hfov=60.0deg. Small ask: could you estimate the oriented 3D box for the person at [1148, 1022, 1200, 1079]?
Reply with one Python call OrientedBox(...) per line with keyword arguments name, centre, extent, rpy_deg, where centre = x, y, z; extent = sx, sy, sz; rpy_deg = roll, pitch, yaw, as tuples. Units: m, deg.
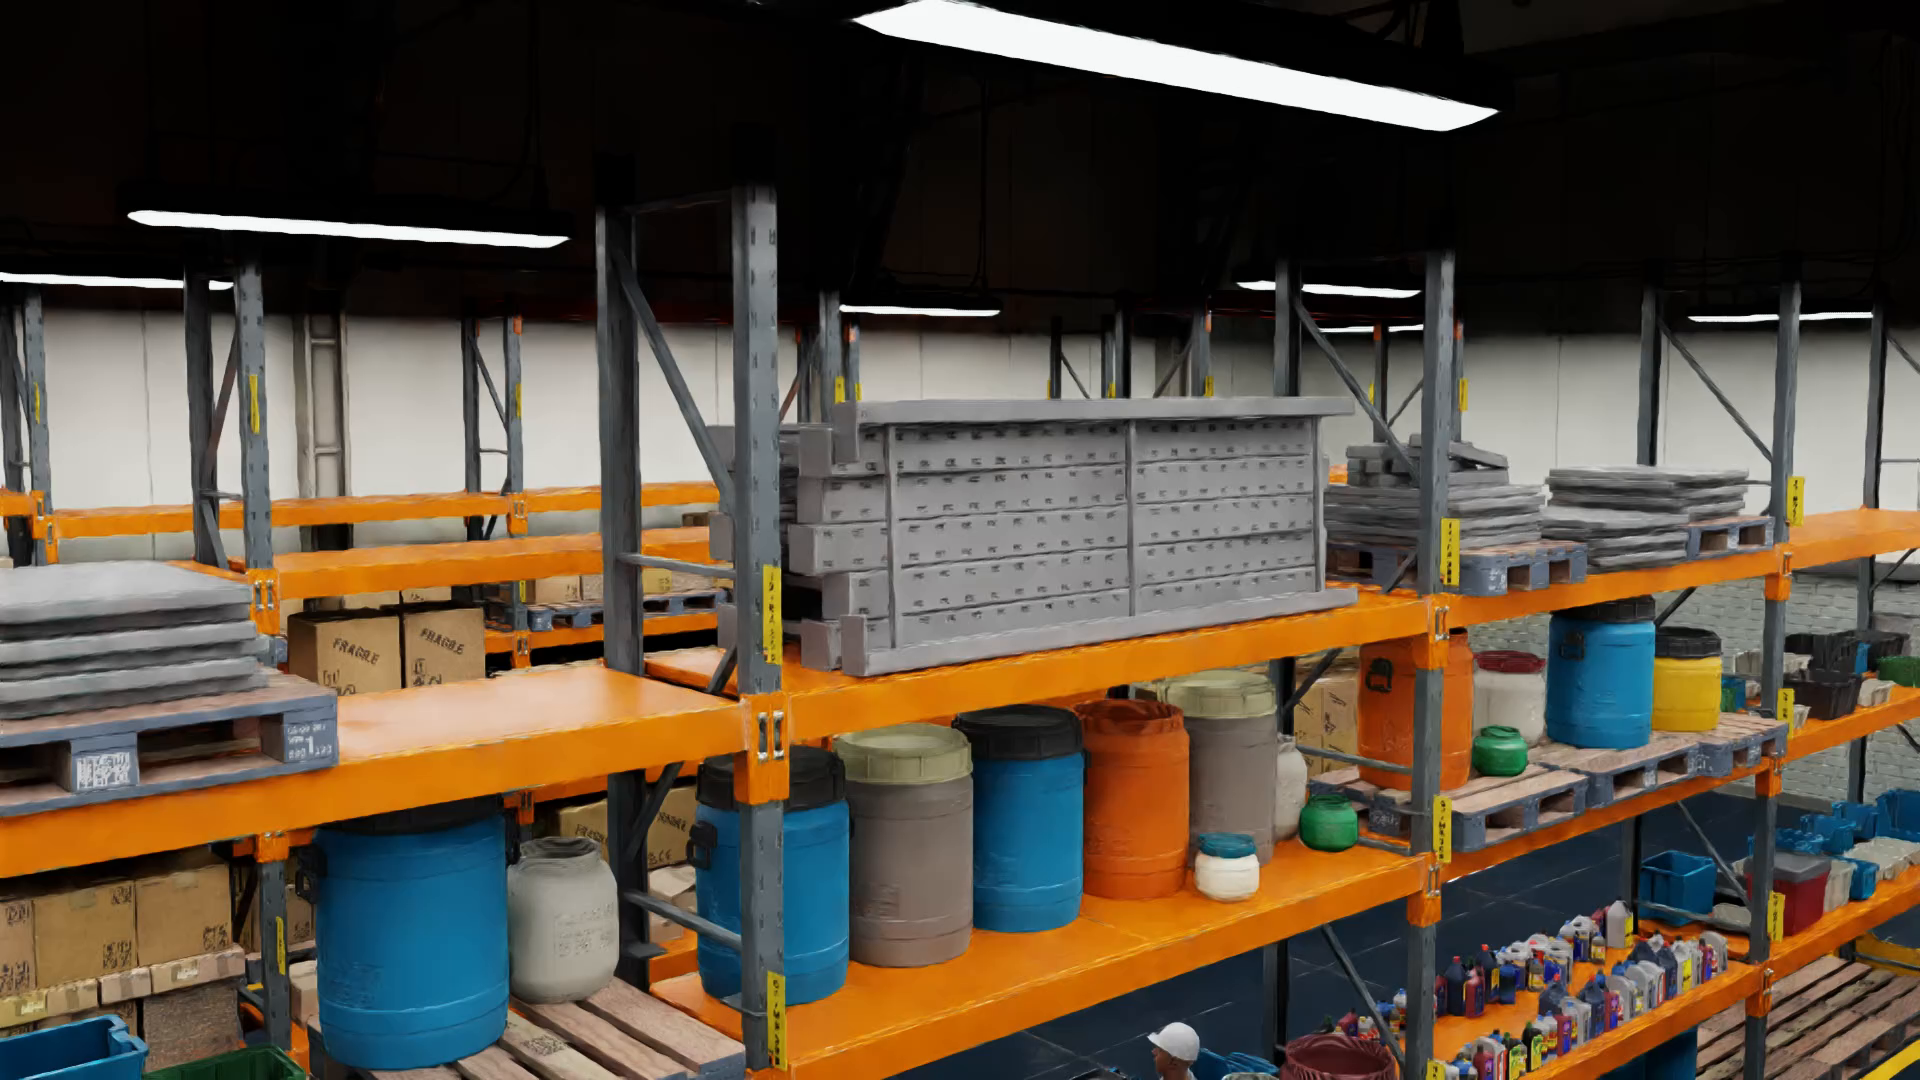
OrientedBox(name="person", centre=(1.073, 3.371, 8.544), extent=(0.570, 1.786, 0.686), rpy_deg=(0, 5, 1))
